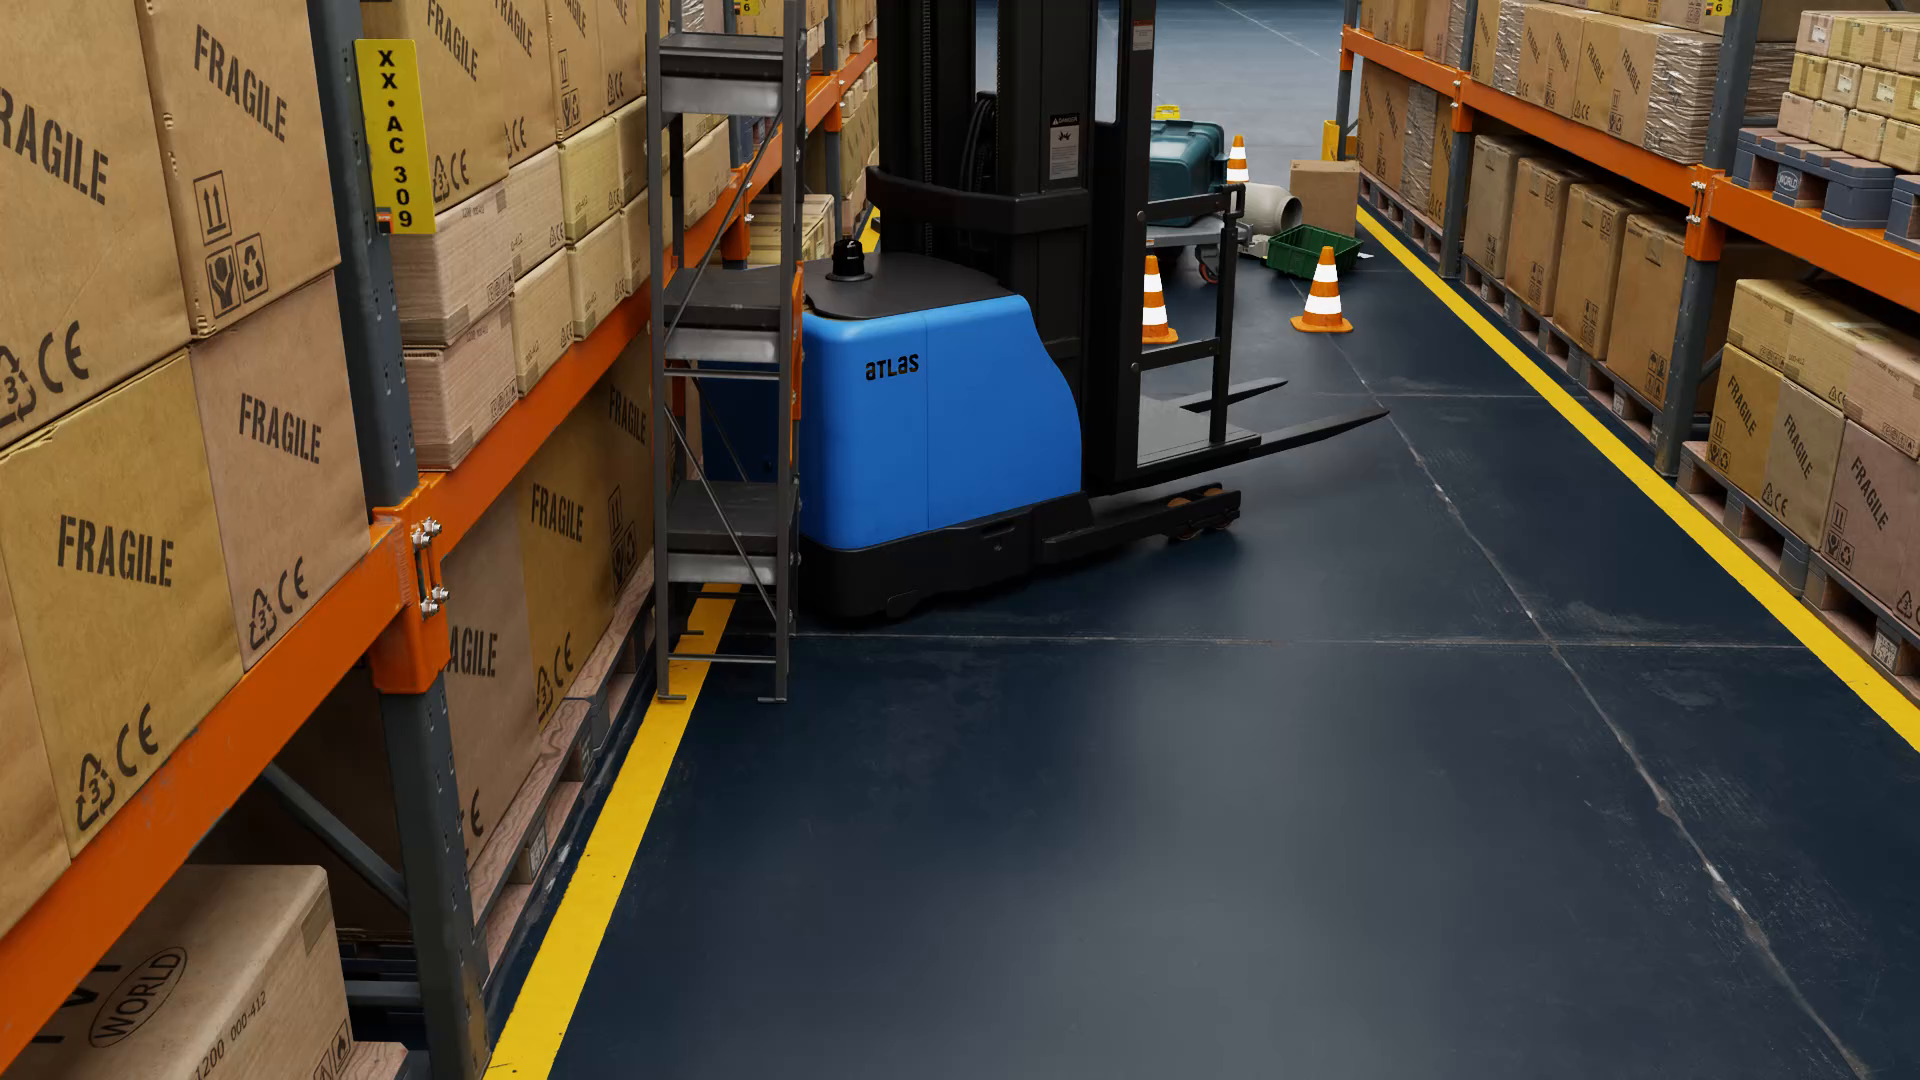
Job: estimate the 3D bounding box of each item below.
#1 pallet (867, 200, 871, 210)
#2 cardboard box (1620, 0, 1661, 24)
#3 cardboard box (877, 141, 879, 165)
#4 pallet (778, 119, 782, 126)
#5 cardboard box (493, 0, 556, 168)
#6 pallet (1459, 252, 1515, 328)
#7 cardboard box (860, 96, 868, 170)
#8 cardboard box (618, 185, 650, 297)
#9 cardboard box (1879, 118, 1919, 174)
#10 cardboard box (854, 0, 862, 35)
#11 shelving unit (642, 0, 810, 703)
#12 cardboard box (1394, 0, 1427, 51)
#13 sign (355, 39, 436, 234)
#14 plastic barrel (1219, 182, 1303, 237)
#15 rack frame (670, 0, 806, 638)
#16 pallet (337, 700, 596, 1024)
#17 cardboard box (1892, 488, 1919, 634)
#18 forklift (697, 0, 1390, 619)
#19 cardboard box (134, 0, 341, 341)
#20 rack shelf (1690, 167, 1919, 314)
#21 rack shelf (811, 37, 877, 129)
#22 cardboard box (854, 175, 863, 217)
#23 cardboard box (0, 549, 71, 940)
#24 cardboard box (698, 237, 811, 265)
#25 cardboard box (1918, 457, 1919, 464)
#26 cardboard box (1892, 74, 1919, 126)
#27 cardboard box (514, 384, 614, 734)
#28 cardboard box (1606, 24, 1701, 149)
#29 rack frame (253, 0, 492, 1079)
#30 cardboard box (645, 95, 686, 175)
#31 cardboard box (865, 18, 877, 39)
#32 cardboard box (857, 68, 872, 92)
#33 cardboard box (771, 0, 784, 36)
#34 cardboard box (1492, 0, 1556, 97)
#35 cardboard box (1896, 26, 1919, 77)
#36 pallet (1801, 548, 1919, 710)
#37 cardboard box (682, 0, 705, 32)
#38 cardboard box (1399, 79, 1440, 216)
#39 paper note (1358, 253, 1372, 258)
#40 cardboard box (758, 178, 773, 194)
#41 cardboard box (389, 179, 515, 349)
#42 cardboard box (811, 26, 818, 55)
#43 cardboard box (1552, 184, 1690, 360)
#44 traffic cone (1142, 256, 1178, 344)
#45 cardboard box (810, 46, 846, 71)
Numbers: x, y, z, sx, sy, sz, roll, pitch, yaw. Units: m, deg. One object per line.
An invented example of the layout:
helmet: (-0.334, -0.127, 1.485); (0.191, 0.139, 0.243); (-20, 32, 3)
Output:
pallet: (-1.218, -2.971, 13.894); (1.003, 0.211, 1.213); (1, 21, 2)
cardboard box: (3.603, -2.725, 7.884); (0.700, 0.500, 0.500); (0, 21, 1)
cardboard box: (-0.912, -3.202, 13.854); (0.500, 0.250, 0.500); (1, 21, 1)
pallet: (-1.379, -2.326, 8.642); (1.003, 0.211, 1.213); (1, 21, 2)
cardboard box: (-1.232, -1.106, 3.712); (0.500, 0.500, 0.500); (1, 21, 1)
pallet: (3.726, -1.548, 10.226); (1.003, 0.211, 1.213); (1, 21, 2)
cardboard box: (-0.967, -3.000, 12.299); (0.500, 0.500, 0.500); (2, 21, 4)
cardboard box: (-1.173, -0.892, 4.888); (0.500, 0.250, 0.500); (0, 21, 1)
cardboard box: (3.314, -1.308, 5.520); (0.380, 0.149, 0.250); (2, 21, 4)
cardboard box: (-0.965, -3.850, 11.755); (0.500, 0.500, 0.500); (0, 21, 1)
shelving unit: (-0.699, -0.565, 5.051); (0.431, 2.100, 0.503); (2, 21, -3)
cardboard box: (3.717, -3.917, 12.269); (0.875, 0.550, 0.500); (1, 21, 2)
sign: (-0.965, -0.688, 2.849); (0.100, 0.325, 0.005); (1, 21, 2)
plastic barrel: (2.175, -2.353, 12.009); (0.512, 0.421, 0.421); (18, 27, 38)
rack frame: (-0.707, -0.653, 5.279); (0.400, 2.100, 0.015); (2, 21, -3)
pallet: (-1.572, 0.767, 4.259); (1.003, 0.211, 1.213); (1, 21, 2)
cardboard box: (3.237, 0.093, 5.017); (0.500, 0.500, 0.500); (0, 21, 0)
forklift: (0.502, -1.502, 6.348); (3.031, 2.935, 1.130); (-15, 26, -34)
cardboard box: (-1.259, -0.592, 2.387); (0.500, 0.500, 0.500); (0, 21, 1)
rack shelf: (3.491, -0.623, 4.981); (1.077, 0.370, 4.000); (1, 21, 2)
rack shelf: (-1.216, -3.533, 12.482); (1.077, 0.370, 4.000); (1, 21, 2)
cardboard box: (-0.984, -2.463, 11.950); (0.500, 0.250, 0.500); (2, 21, 5)
cardboard box: (-1.290, 0.239, 1.628); (0.500, 0.500, 0.500); (0, 21, 1)
cardboard box: (-1.328, -1.415, 9.081); (0.950, 0.372, 0.625); (1, 21, 3)
cardboard box: (3.231, -0.264, 4.901); (0.500, 0.250, 0.500); (0, 21, -1)
cardboard box: (3.319, -1.440, 5.449); (0.380, 0.149, 0.250); (1, 21, 2)
cardboard box: (-1.562, -0.010, 4.764); (0.875, 0.875, 0.875); (1, 21, 3)
cardboard box: (3.314, -2.074, 7.589); (0.500, 0.500, 0.500); (1, 21, 2)
rack frame: (-1.520, -0.253, 3.034); (1.000, 3.000, 0.127); (1, 21, 2)
cardboard box: (-1.166, -1.314, 5.284); (0.500, 0.250, 0.500); (0, 21, 0)
cardboard box: (-0.856, -4.058, 13.189); (0.380, 0.149, 0.250); (1, 21, 3)
cardboard box: (-0.884, -3.545, 12.807); (0.380, 0.149, 0.250); (2, 21, 4)
cardboard box: (-1.135, -2.621, 8.007); (0.500, 0.500, 0.500); (1, 21, 3)
cardboard box: (3.374, -2.804, 9.471); (0.500, 0.500, 0.500); (1, 21, 2)
cardboard box: (3.319, -1.591, 5.426); (0.380, 0.149, 0.250); (0, 21, -1)
pallet: (3.487, 0.341, 5.357); (1.003, 0.211, 1.213); (1, 21, 2)
cardboard box: (-1.160, -1.836, 5.595); (0.500, 0.500, 0.500); (1, 21, 3)
cardboard box: (3.787, -2.885, 12.175); (0.875, 0.875, 0.875); (1, 21, 2)
paper note: (2.789, -1.997, 11.632); (0.147, 0.020, 0.142); (-16, 26, -35)
cardboard box: (-1.527, -2.626, 11.333); (0.500, 0.500, 0.500); (0, 21, 1)
cardboard box: (-1.225, -0.572, 3.373); (0.500, 0.250, 0.500); (0, 21, 0)
cardboard box: (-1.014, -2.846, 9.484); (0.380, 0.149, 0.250); (0, 21, 1)
cardboard box: (3.684, -1.363, 8.426); (1.050, 0.750, 0.750); (1, 21, 2)
traffic cone: (1.075, -1.383, 9.454); (0.336, 0.463, 0.334); (1, 21, 2)
cardboard box: (-0.947, -3.139, 10.819); (0.380, 0.149, 0.250); (1, 21, 1)
